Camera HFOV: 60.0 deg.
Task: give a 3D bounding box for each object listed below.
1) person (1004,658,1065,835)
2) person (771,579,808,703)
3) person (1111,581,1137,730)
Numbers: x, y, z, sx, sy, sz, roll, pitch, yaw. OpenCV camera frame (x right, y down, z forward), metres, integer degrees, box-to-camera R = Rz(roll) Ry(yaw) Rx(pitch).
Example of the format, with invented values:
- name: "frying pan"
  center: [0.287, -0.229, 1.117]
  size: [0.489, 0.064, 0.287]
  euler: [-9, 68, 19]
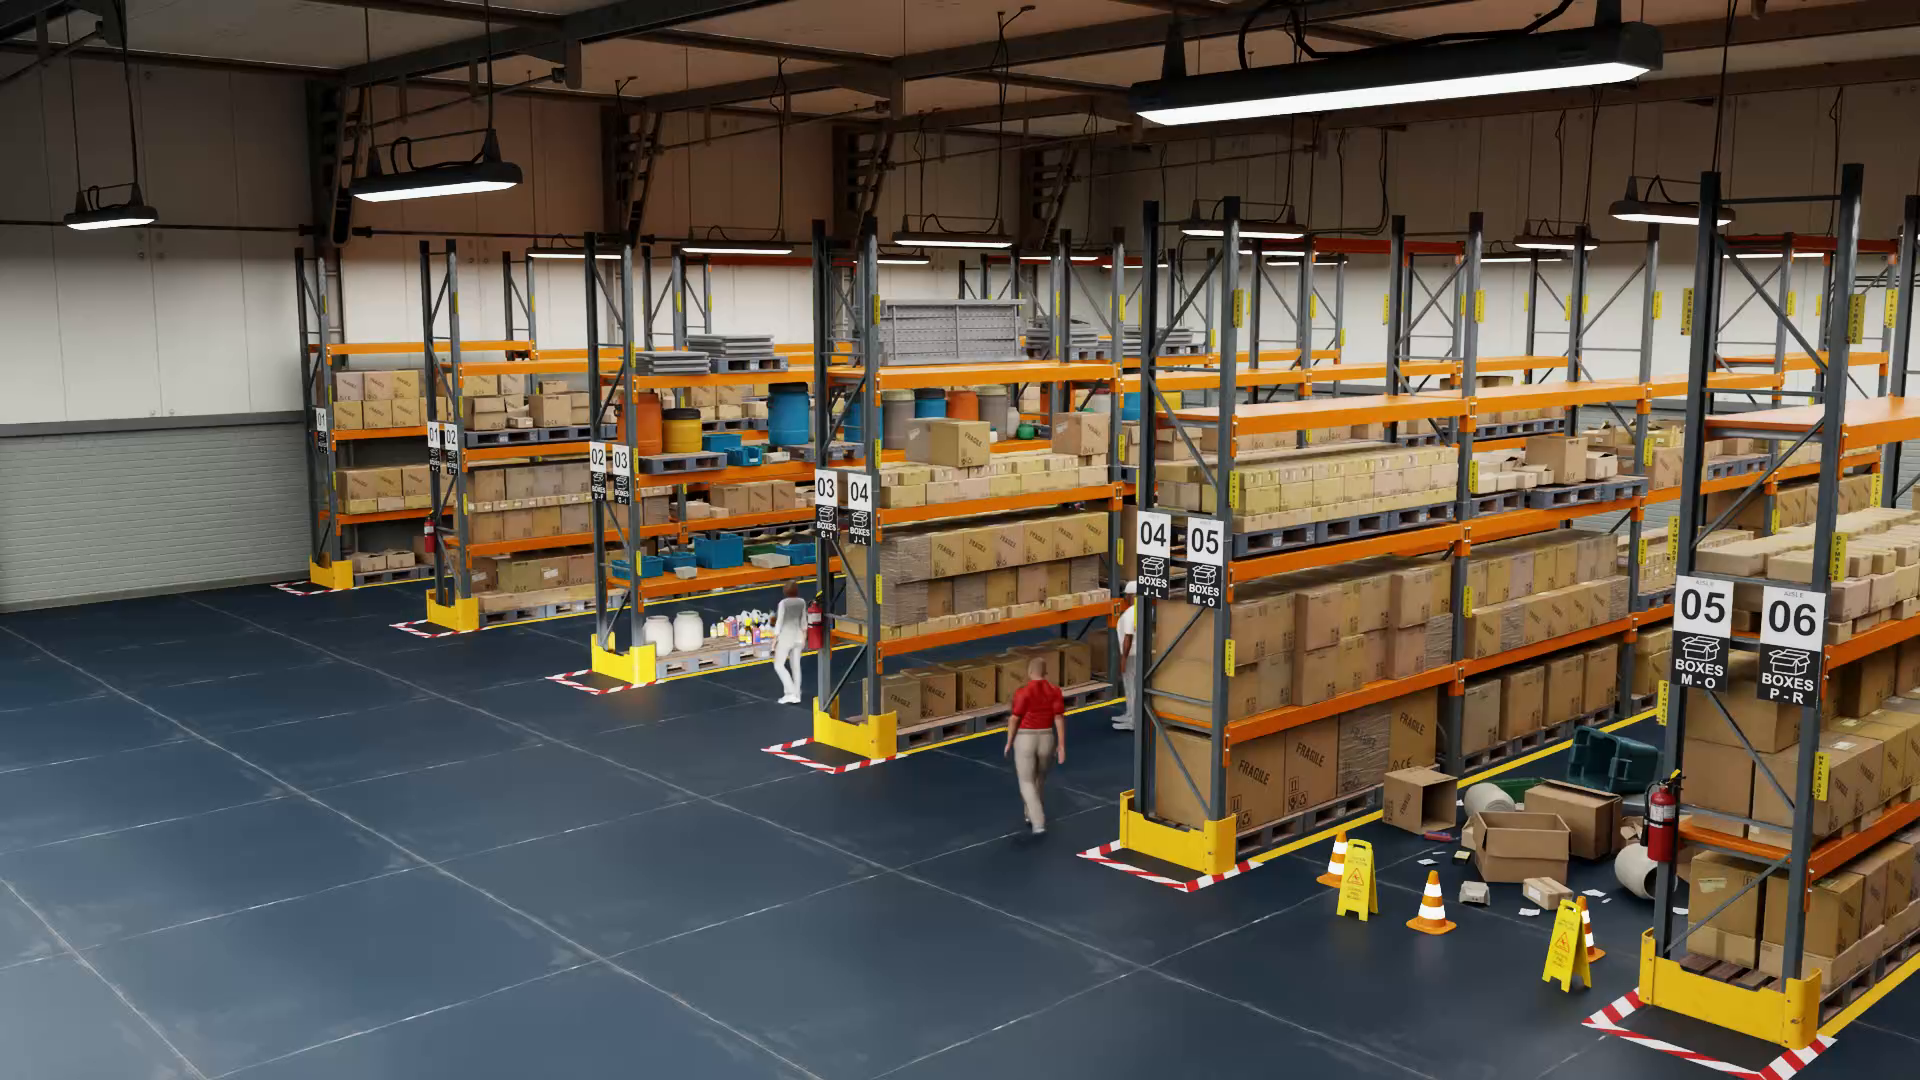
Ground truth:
- name: "person"
  center: [0.722, 1.976, 16.101]
  size: [0.571, 1.692, 0.976]
  euler: [-3, 9, -17]
- name: "person"
  center: [-2.153, 1.302, 21.098]
  size: [0.367, 1.589, 0.462]
  euler: [8, 11, 43]
- name: "person"
  center: [2.051, 1.363, 20.004]
  size: [0.477, 1.764, 0.615]
  euler: [2, 9, 15]
